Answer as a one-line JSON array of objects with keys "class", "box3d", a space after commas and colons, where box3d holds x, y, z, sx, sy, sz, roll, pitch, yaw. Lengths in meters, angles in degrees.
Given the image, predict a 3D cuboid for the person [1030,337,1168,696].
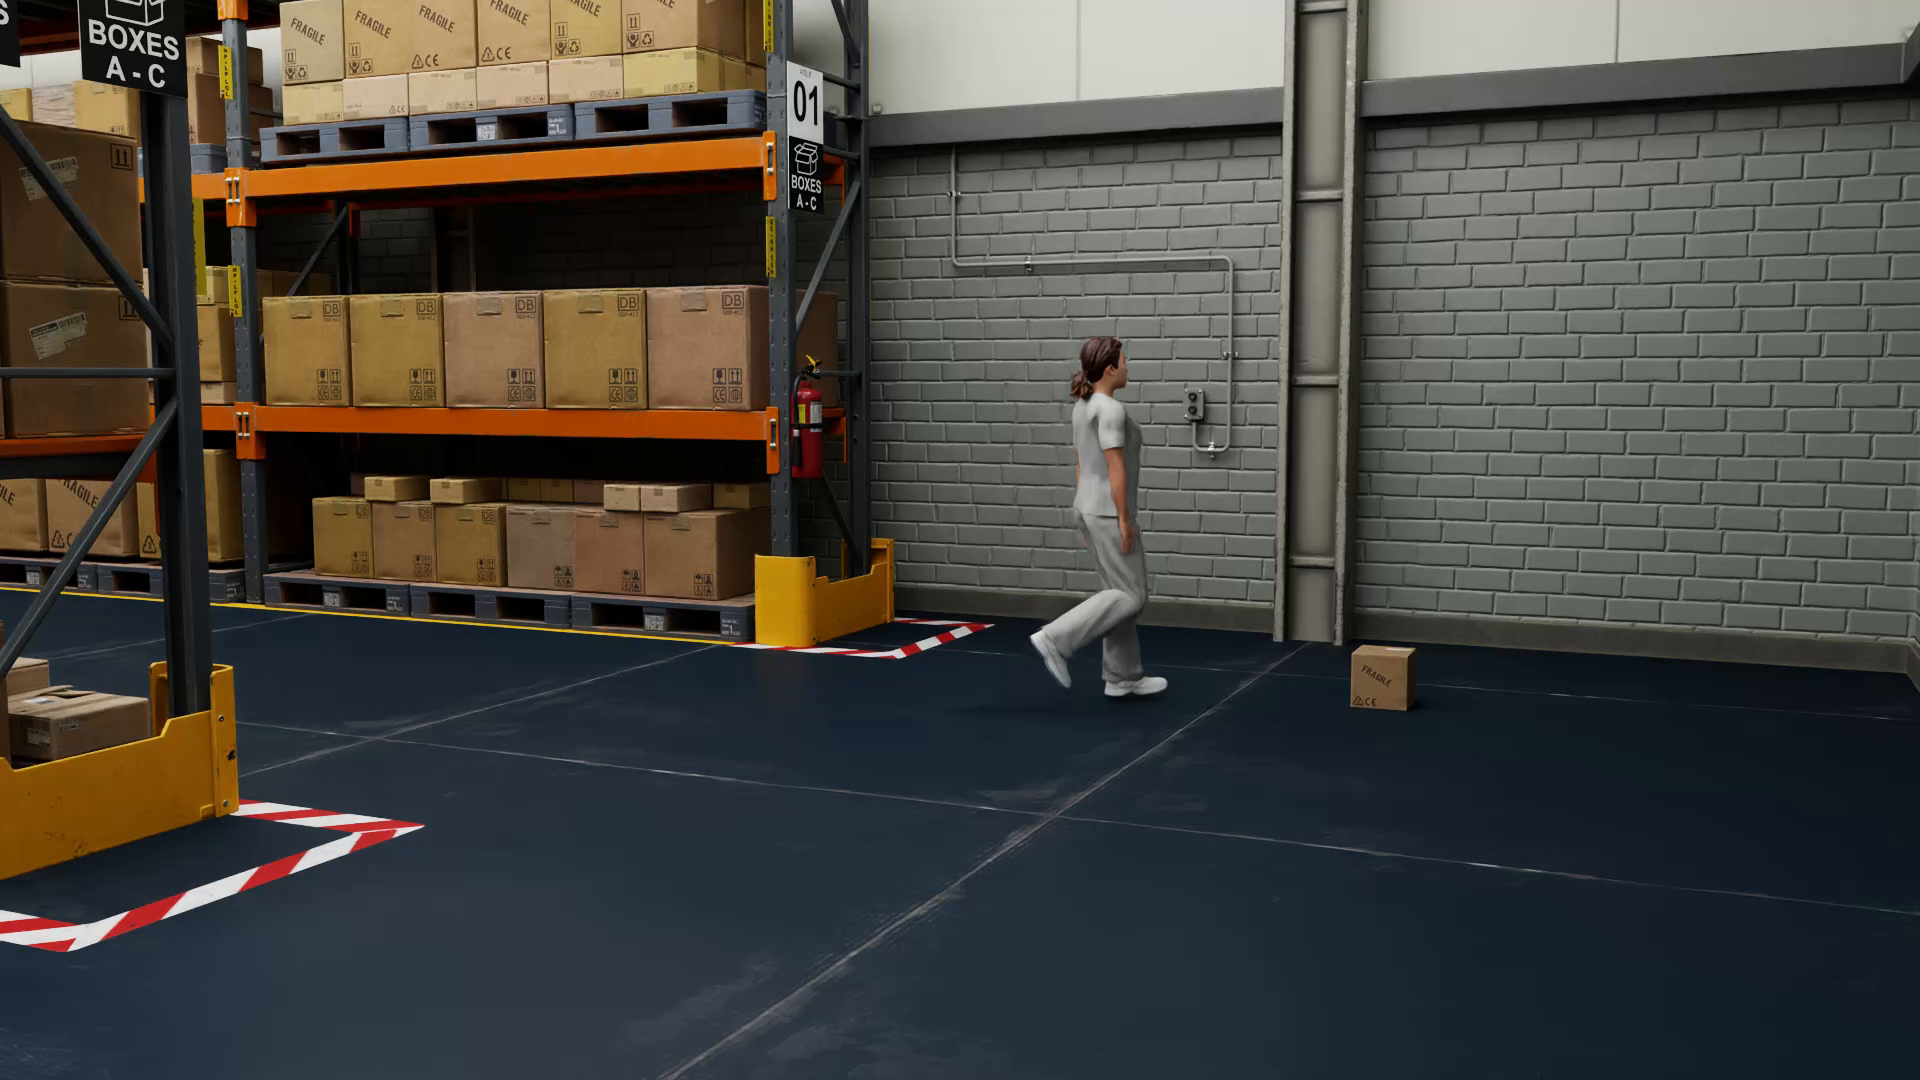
[{"class": "person", "box3d": [0.636, -0.096, 7.600, 0.708, 1.652, 0.456, -2, 6, -16]}]
